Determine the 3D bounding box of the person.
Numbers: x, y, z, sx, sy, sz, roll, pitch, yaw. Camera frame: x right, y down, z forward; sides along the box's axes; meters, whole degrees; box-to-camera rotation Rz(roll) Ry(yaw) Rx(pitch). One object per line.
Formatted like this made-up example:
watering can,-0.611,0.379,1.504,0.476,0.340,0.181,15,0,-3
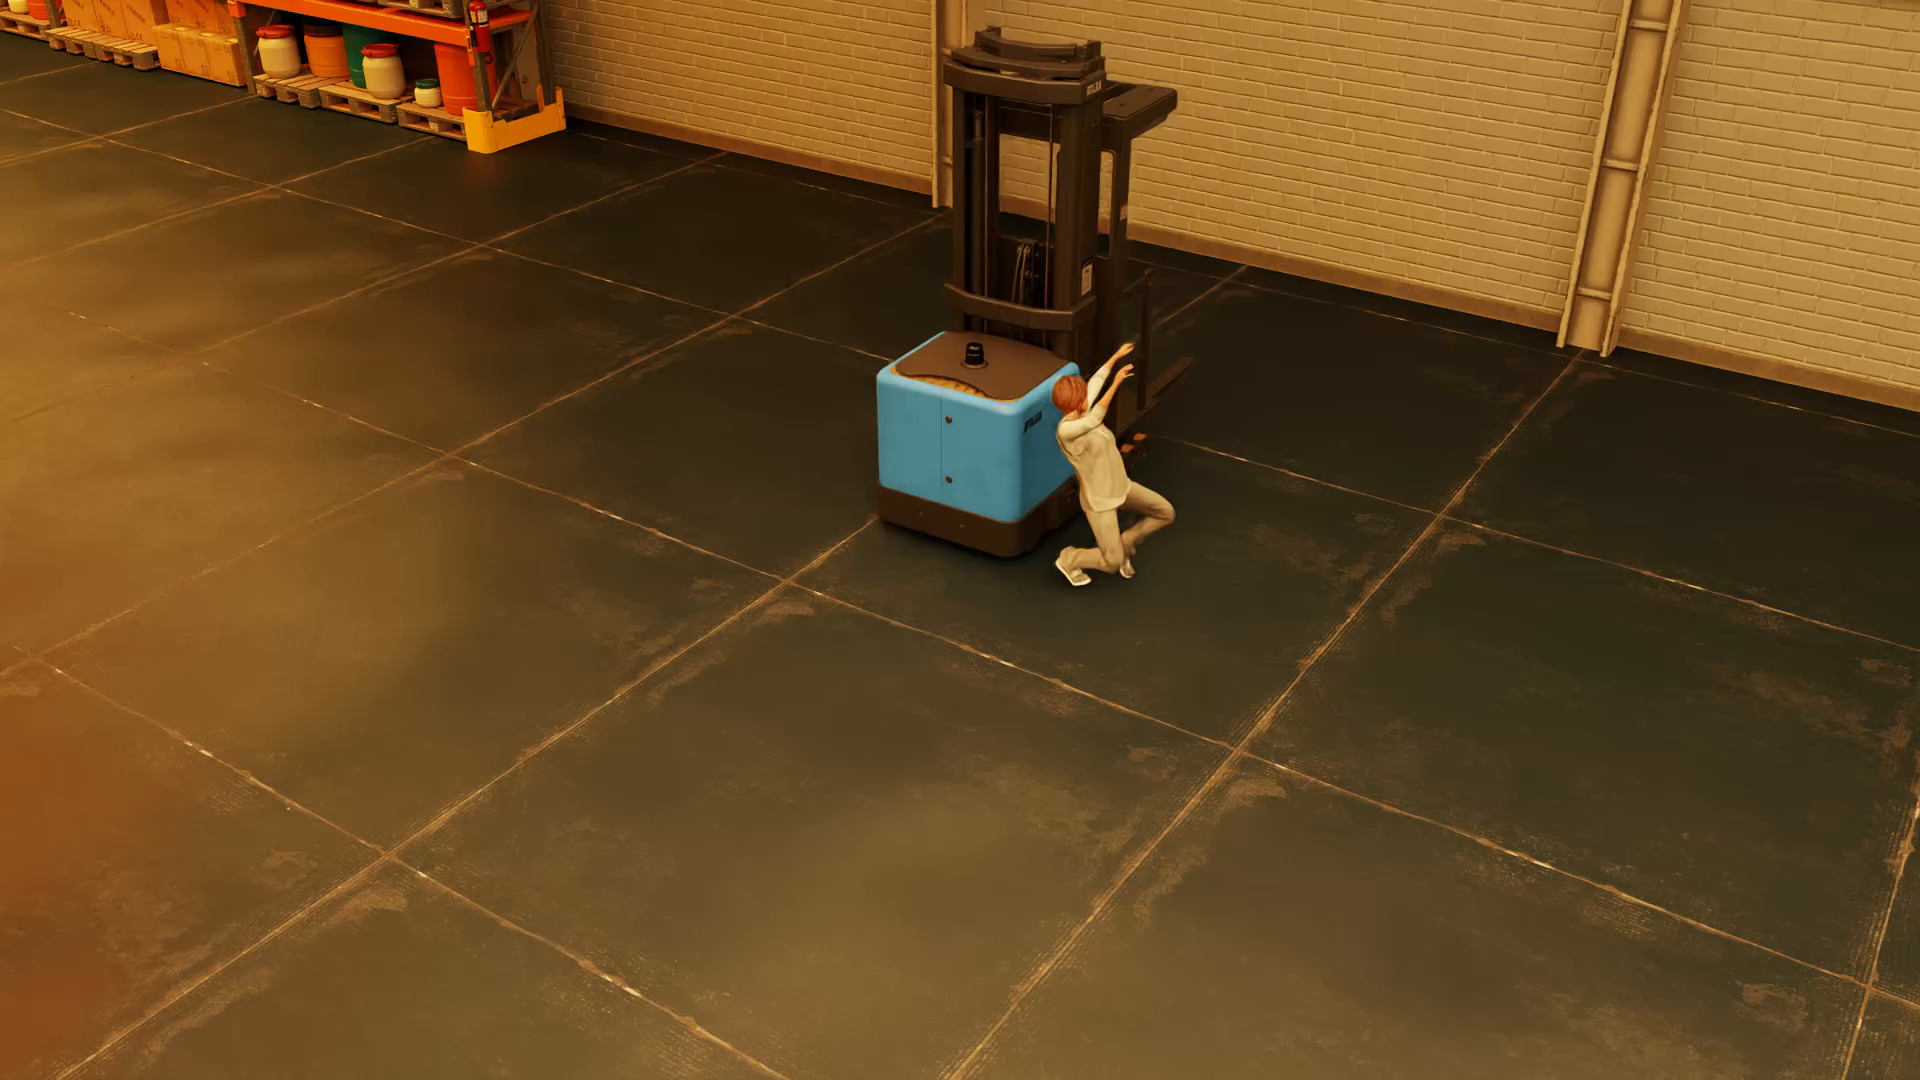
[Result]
person,0.931,-0.443,9.778,0.727,1.499,0.931,15,33,24

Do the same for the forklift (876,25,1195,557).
forklift,0.671,-1.865,10.793,1.130,2.935,3.031,17,34,27
